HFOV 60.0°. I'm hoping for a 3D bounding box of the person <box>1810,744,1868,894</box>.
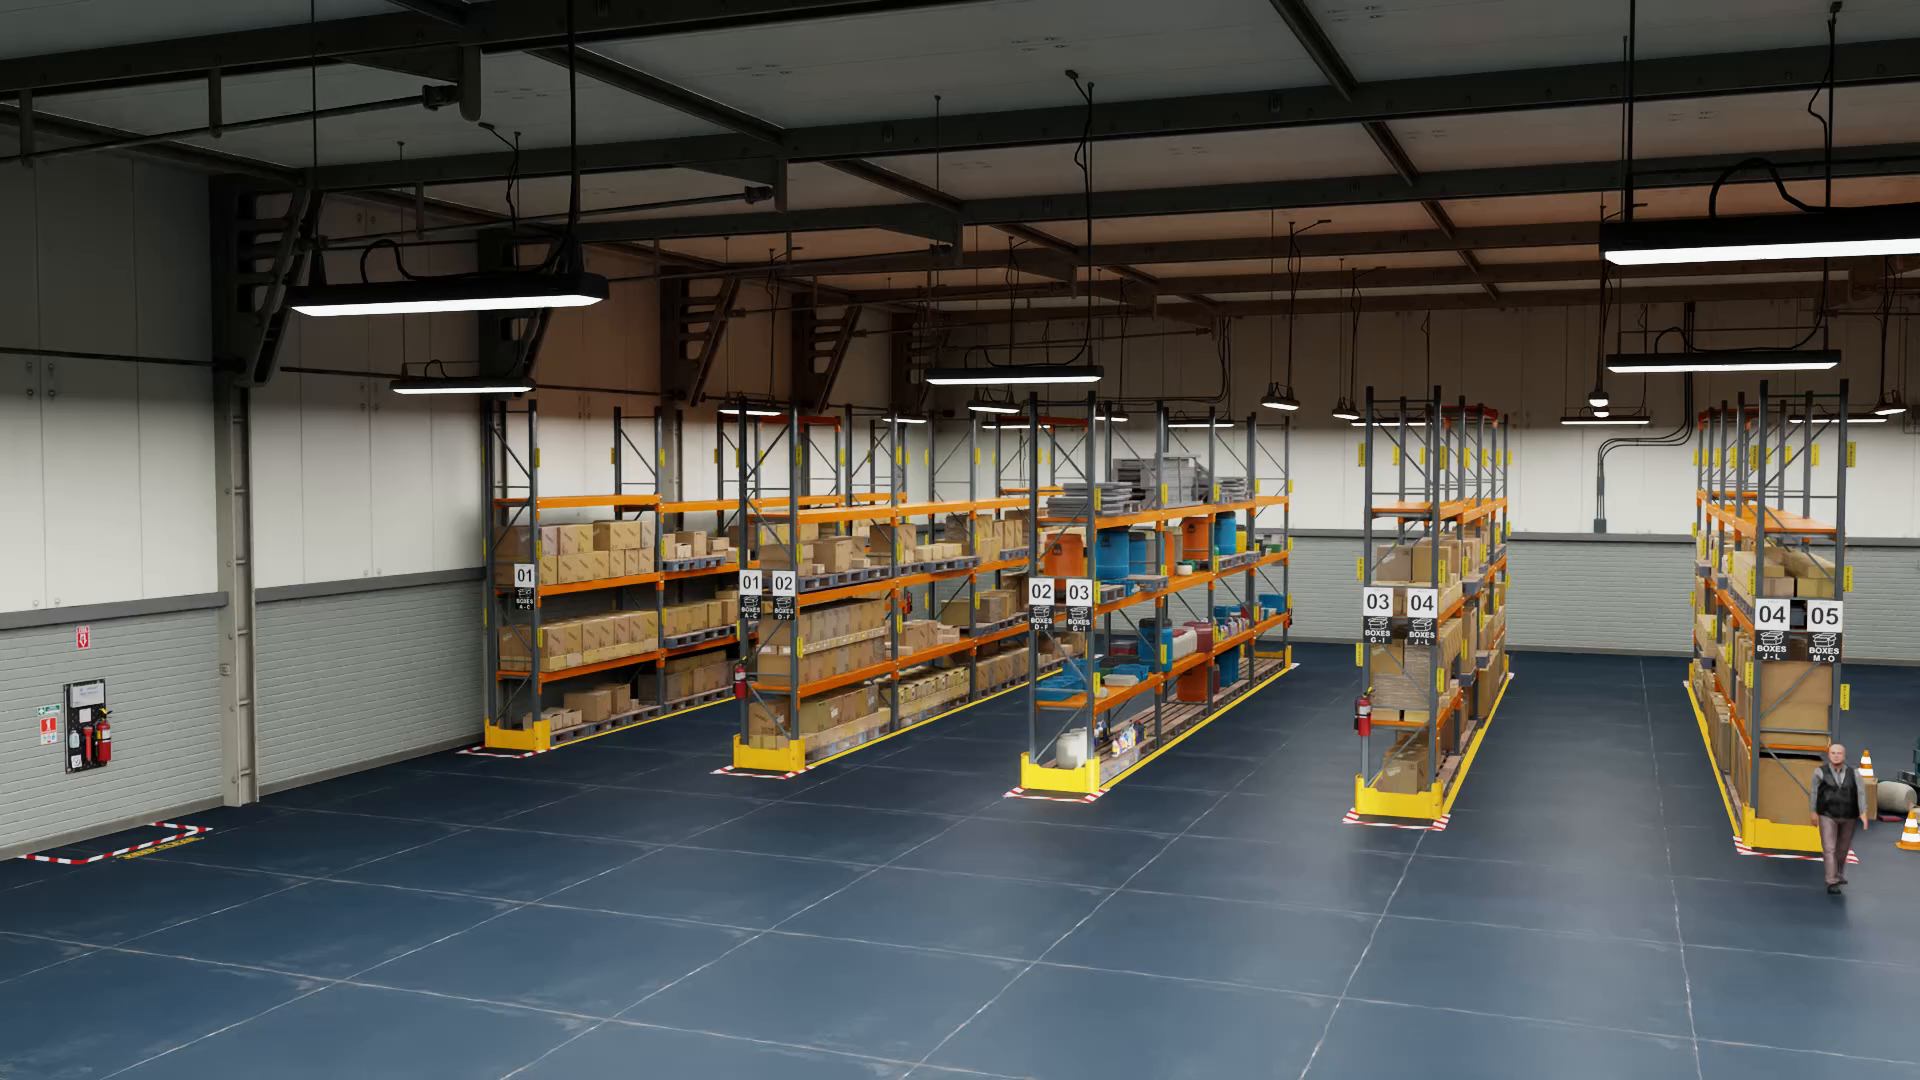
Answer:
[{"bbox_3d":[10.119,3.199,19.121,0.565,1.675,1.001,1,3,16],"label":"person"}]
